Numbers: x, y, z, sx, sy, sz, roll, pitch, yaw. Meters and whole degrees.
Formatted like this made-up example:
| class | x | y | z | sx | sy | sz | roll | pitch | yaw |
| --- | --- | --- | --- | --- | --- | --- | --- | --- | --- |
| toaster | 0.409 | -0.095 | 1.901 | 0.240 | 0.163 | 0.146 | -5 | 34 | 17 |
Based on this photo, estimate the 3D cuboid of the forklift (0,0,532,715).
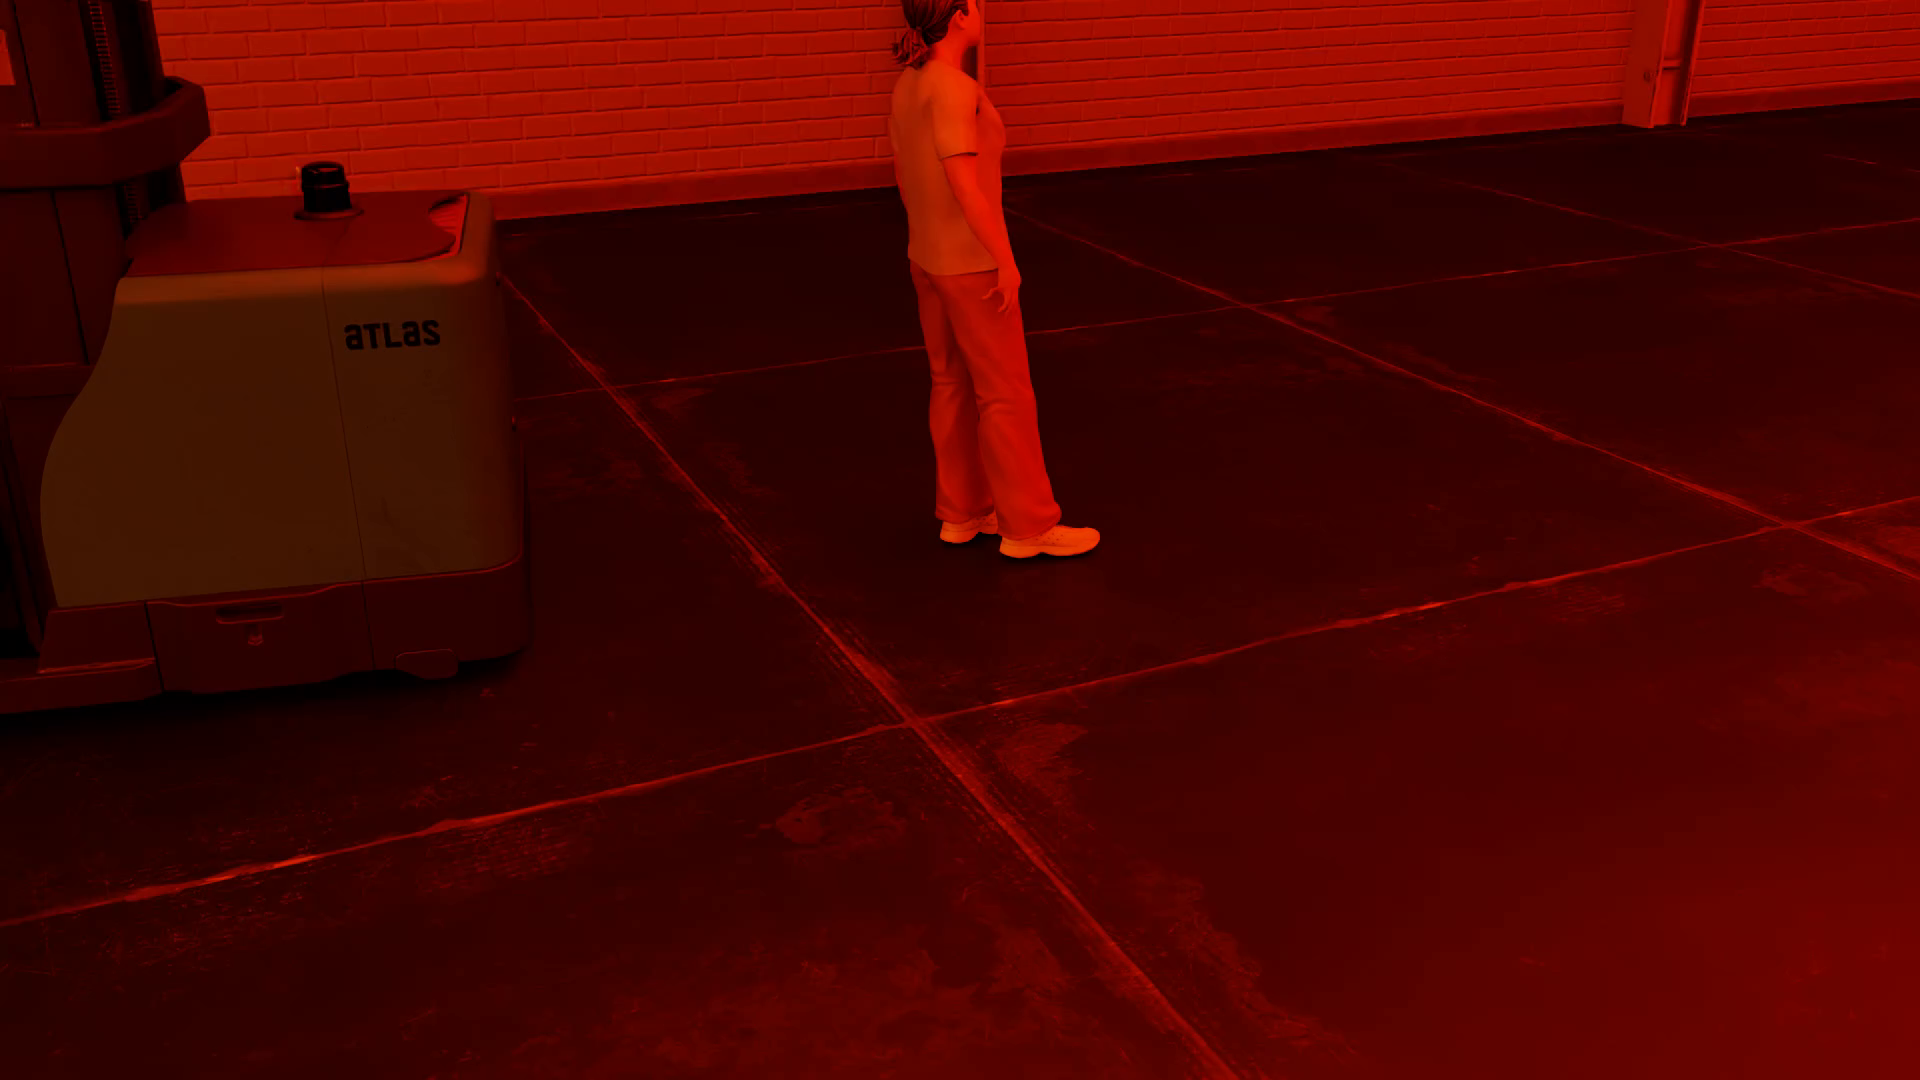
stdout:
| class | x | y | z | sx | sy | sz | roll | pitch | yaw |
| --- | --- | --- | --- | --- | --- | --- | --- | --- | --- |
| forklift | -2.682 | -1.056 | 3.829 | 3.031 | 2.935 | 1.130 | -5 | 23 | -12 |

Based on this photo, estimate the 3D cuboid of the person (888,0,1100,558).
| class | x | y | z | sx | sy | sz | roll | pitch | yaw |
| --- | --- | --- | --- | --- | --- | --- | --- | --- | --- |
| person | 0.072 | -0.788 | 4.801 | 0.549 | 1.675 | 0.553 | -10 | 25 | -23 |
